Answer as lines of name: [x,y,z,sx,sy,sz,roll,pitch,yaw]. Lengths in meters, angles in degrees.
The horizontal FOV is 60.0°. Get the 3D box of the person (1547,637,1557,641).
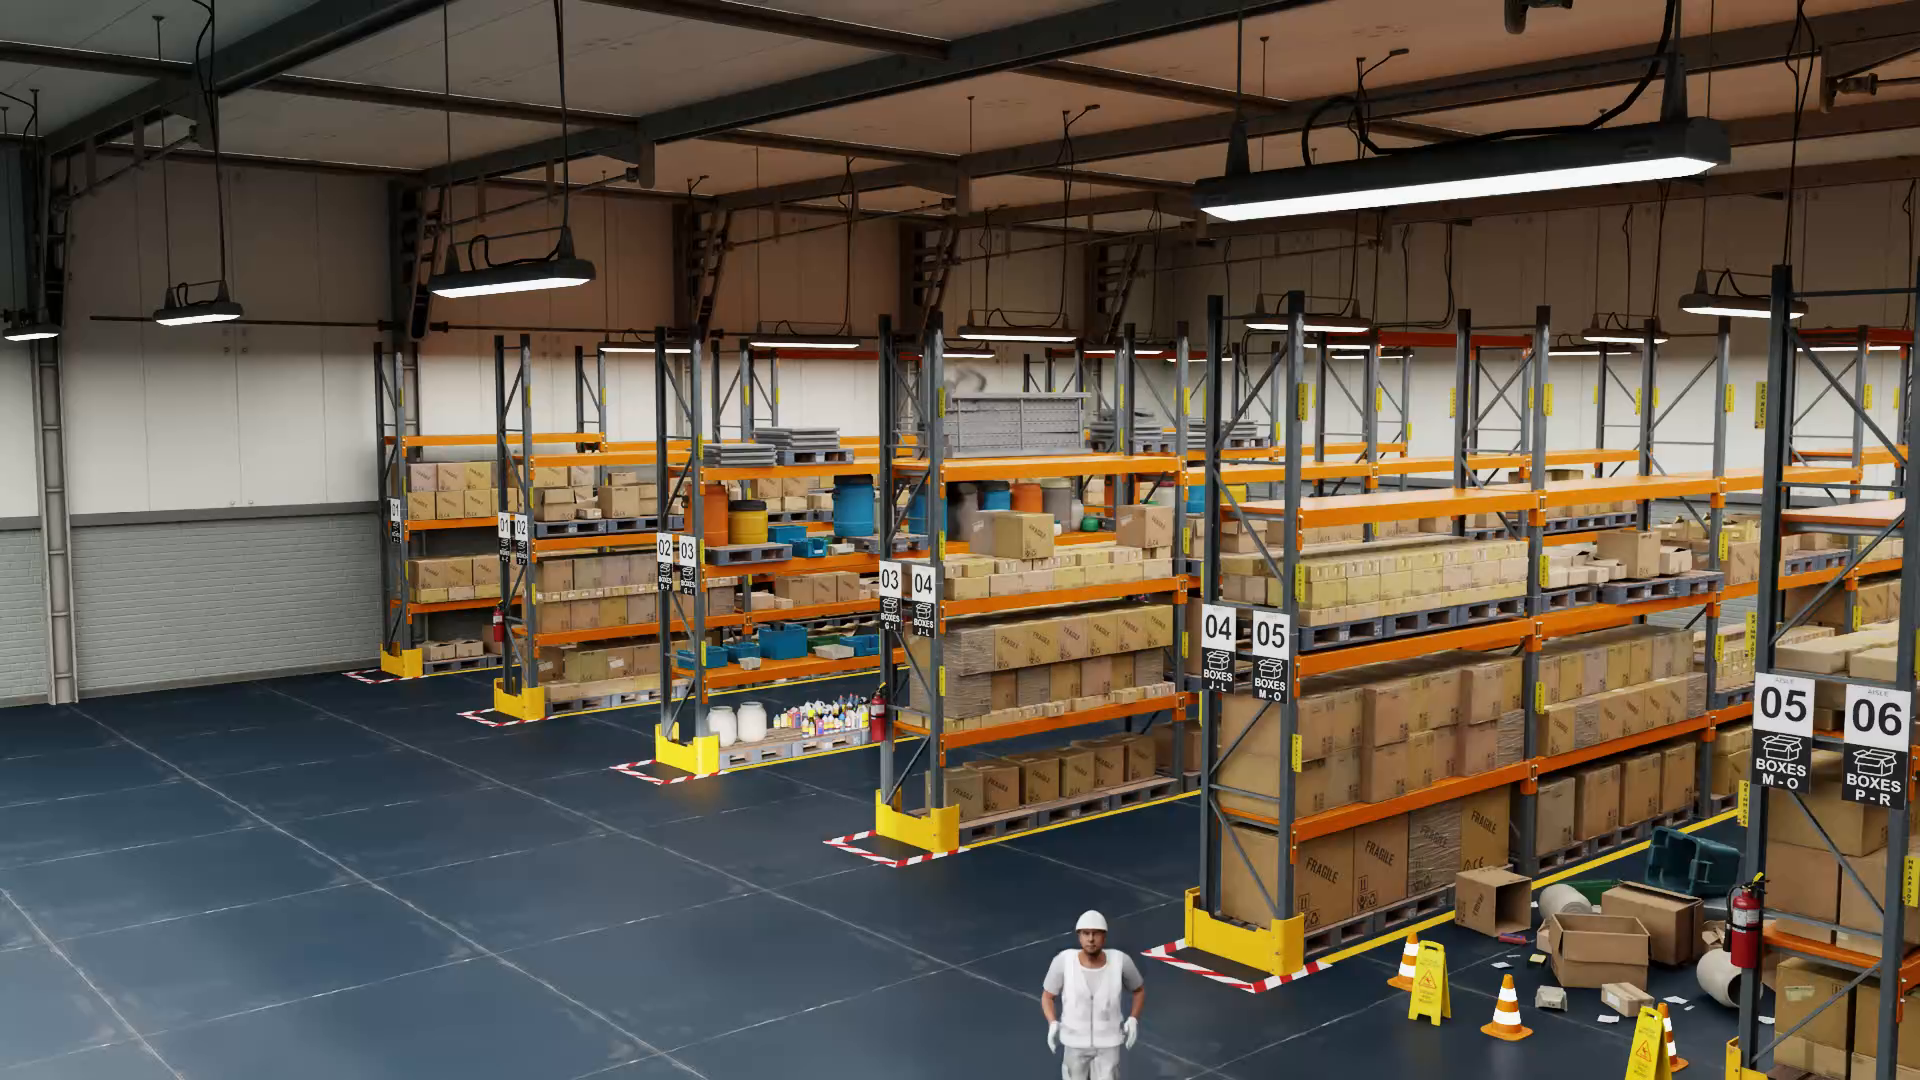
person: [8.121,2.232,22.813,0.736,1.744,0.898,5,7,42]

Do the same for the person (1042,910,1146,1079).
person: [0.887,3.306,11.010,0.696,1.735,0.747,0,5,3]
